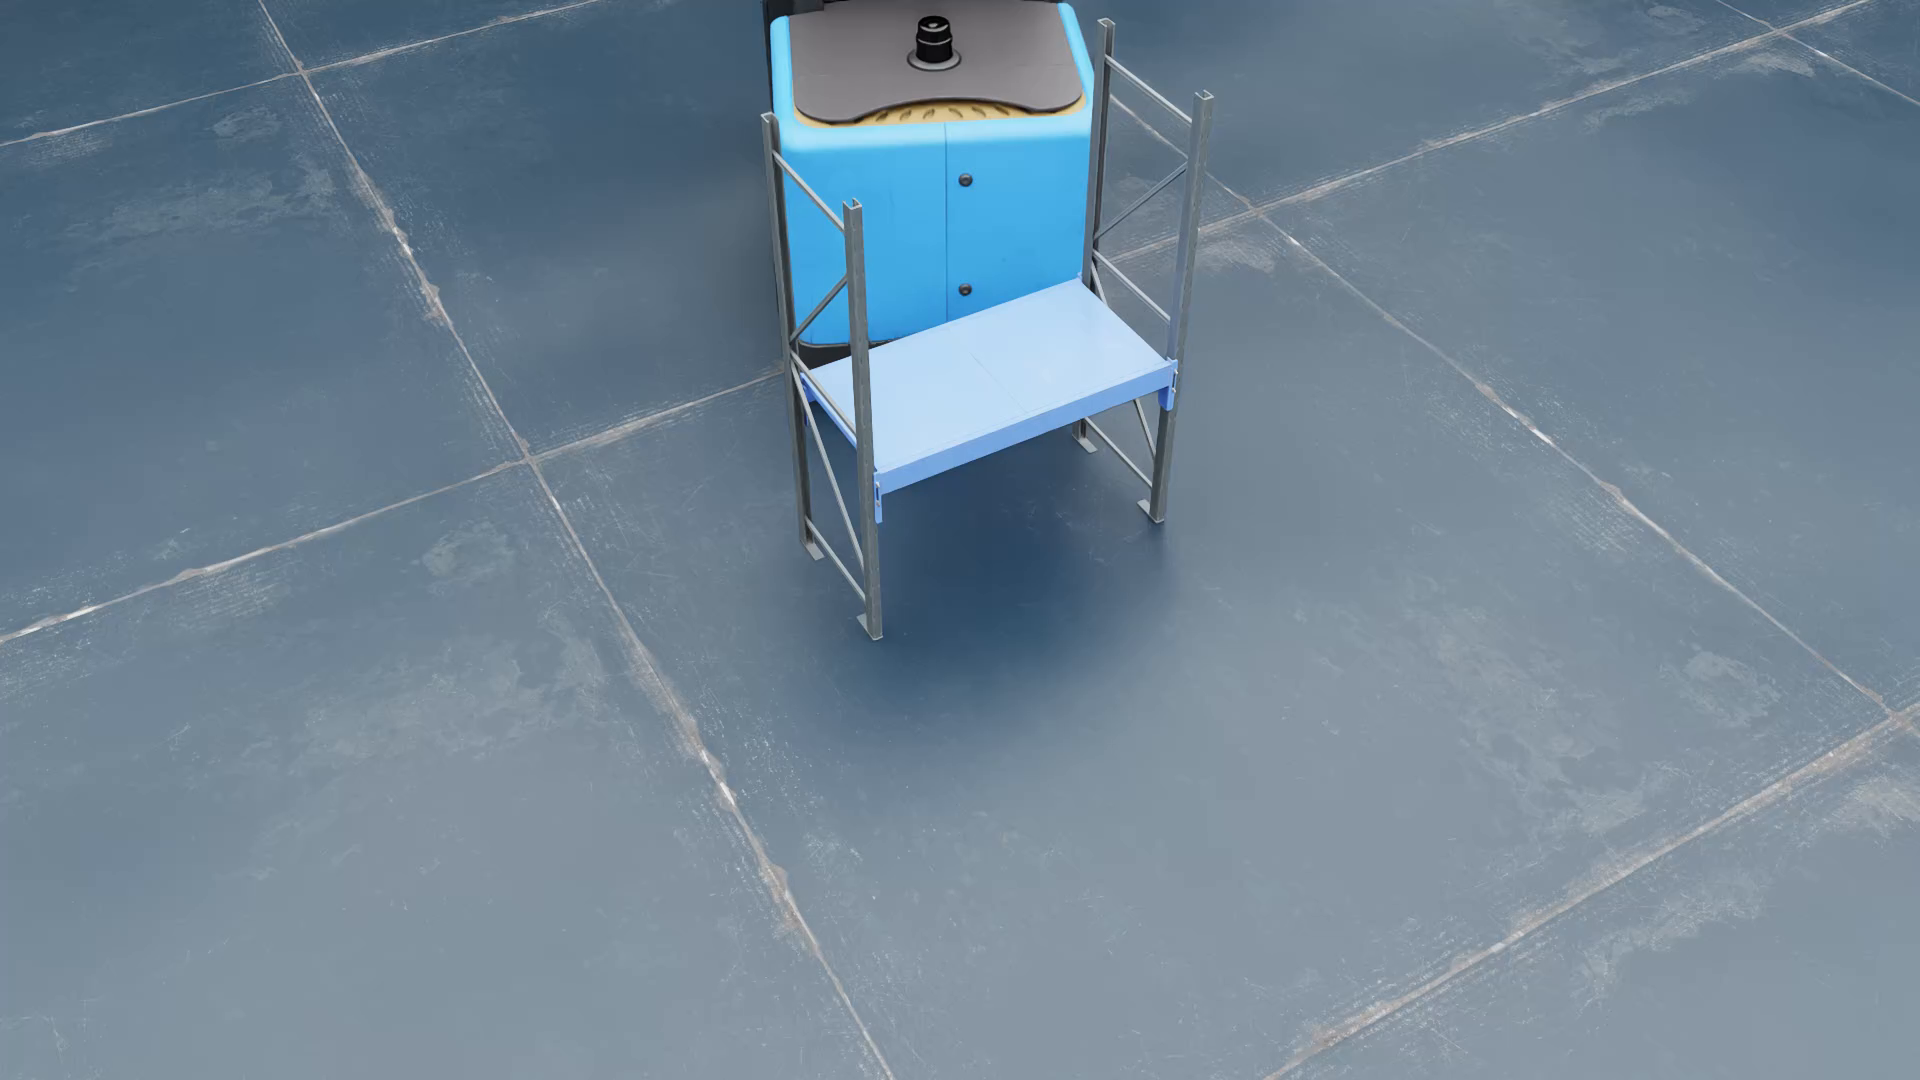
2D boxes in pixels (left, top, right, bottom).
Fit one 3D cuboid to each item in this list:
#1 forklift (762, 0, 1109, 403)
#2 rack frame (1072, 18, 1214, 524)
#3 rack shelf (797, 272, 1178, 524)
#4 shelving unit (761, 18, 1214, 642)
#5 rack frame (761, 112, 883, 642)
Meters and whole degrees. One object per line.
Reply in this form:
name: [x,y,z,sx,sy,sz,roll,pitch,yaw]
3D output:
forklift: [-0.195,-2.541,5.764,1.130,2.935,3.031,-4,44,-4]
rack frame: [0.515,-0.744,4.940,0.032,1.500,0.500,-22,48,-21]
rack shelf: [0.074,-0.439,4.883,1.000,0.185,0.538,-22,48,-21]
shelving unit: [0.074,-0.568,4.758,1.048,1.500,0.538,-22,48,-21]
rack frame: [-0.367,-0.391,4.576,0.032,1.500,0.500,-22,48,-21]
